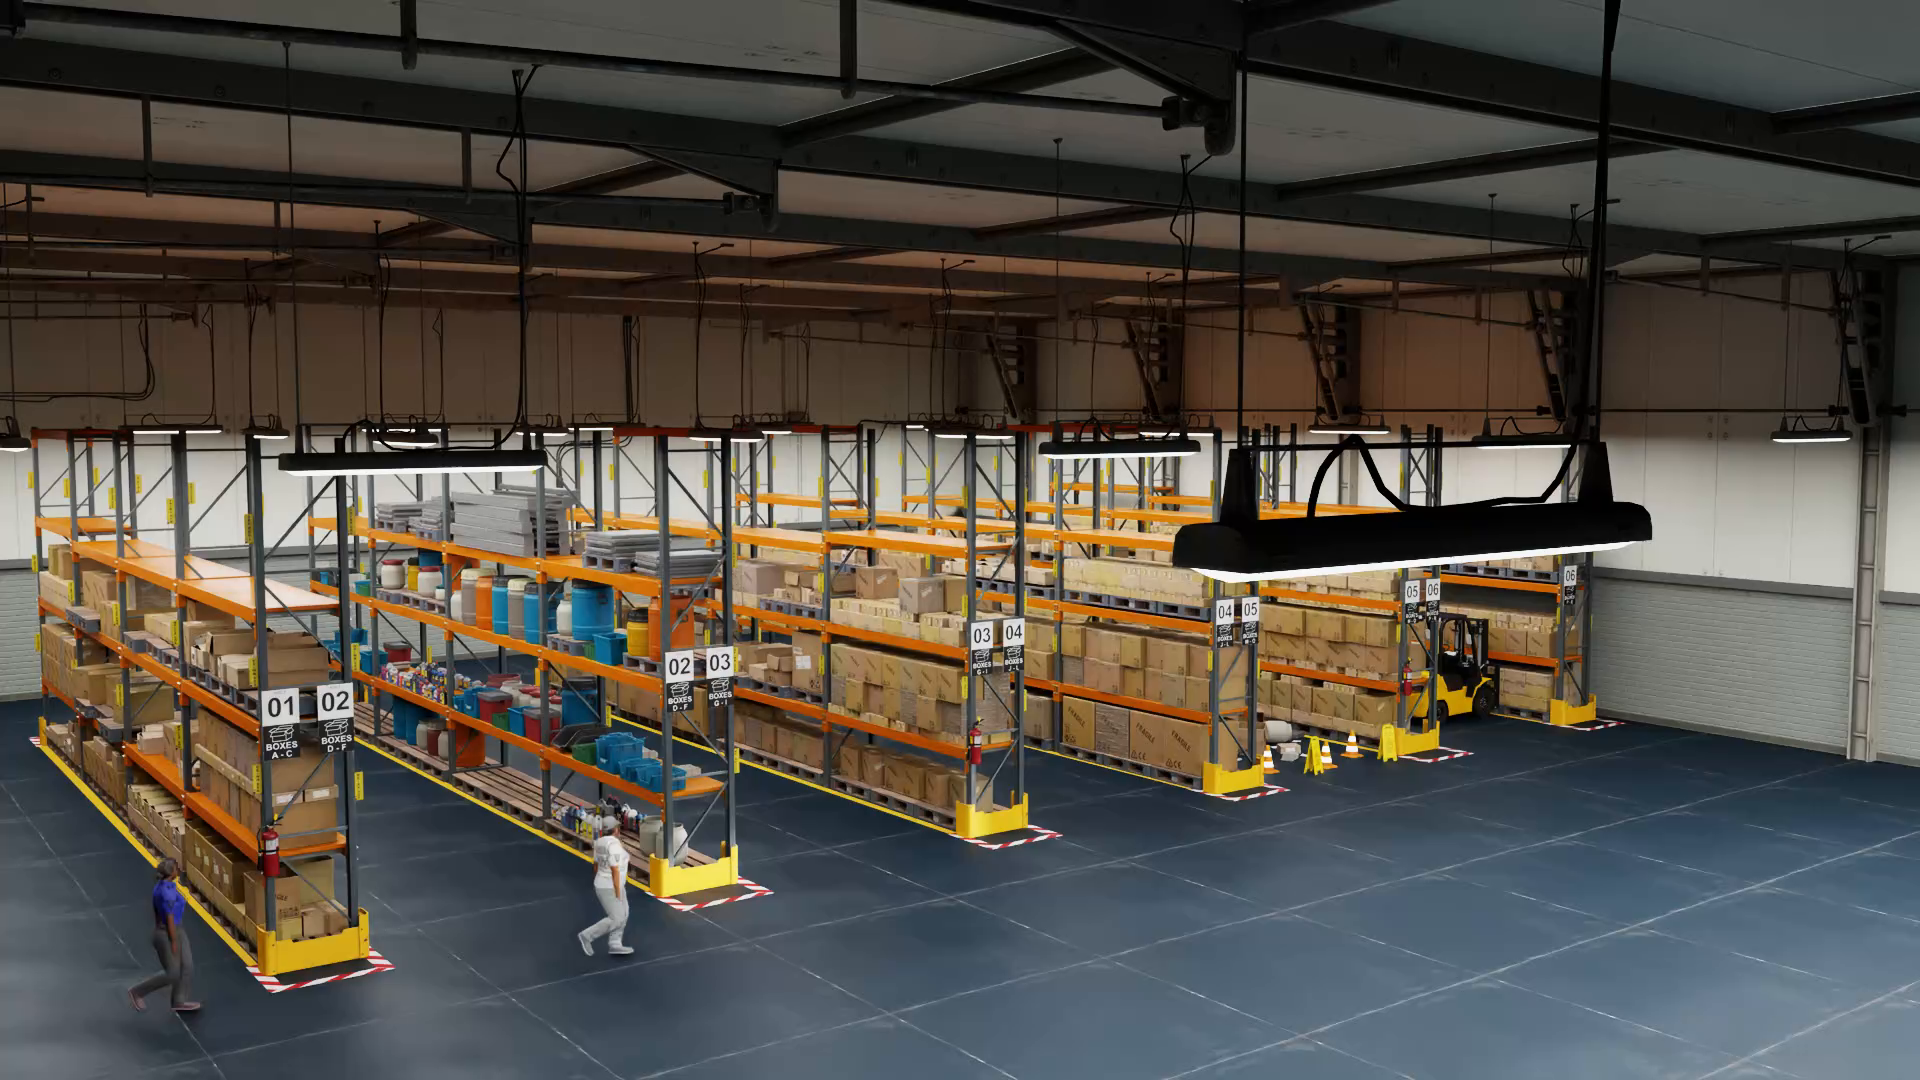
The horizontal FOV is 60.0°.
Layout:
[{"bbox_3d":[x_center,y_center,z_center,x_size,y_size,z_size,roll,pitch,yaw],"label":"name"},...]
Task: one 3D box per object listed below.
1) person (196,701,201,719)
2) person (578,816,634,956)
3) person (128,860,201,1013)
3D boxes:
[{"bbox_3d":[-14.525,3.069,31.590,0.499,1.598,0.491,0,4,1],"label":"person"},{"bbox_3d":[-4.090,3.996,19.182,0.597,1.639,0.506,0,4,-4],"label":"person"},{"bbox_3d":[-8.328,4.144,17.378,0.646,1.626,0.457,-1,5,-8],"label":"person"}]
